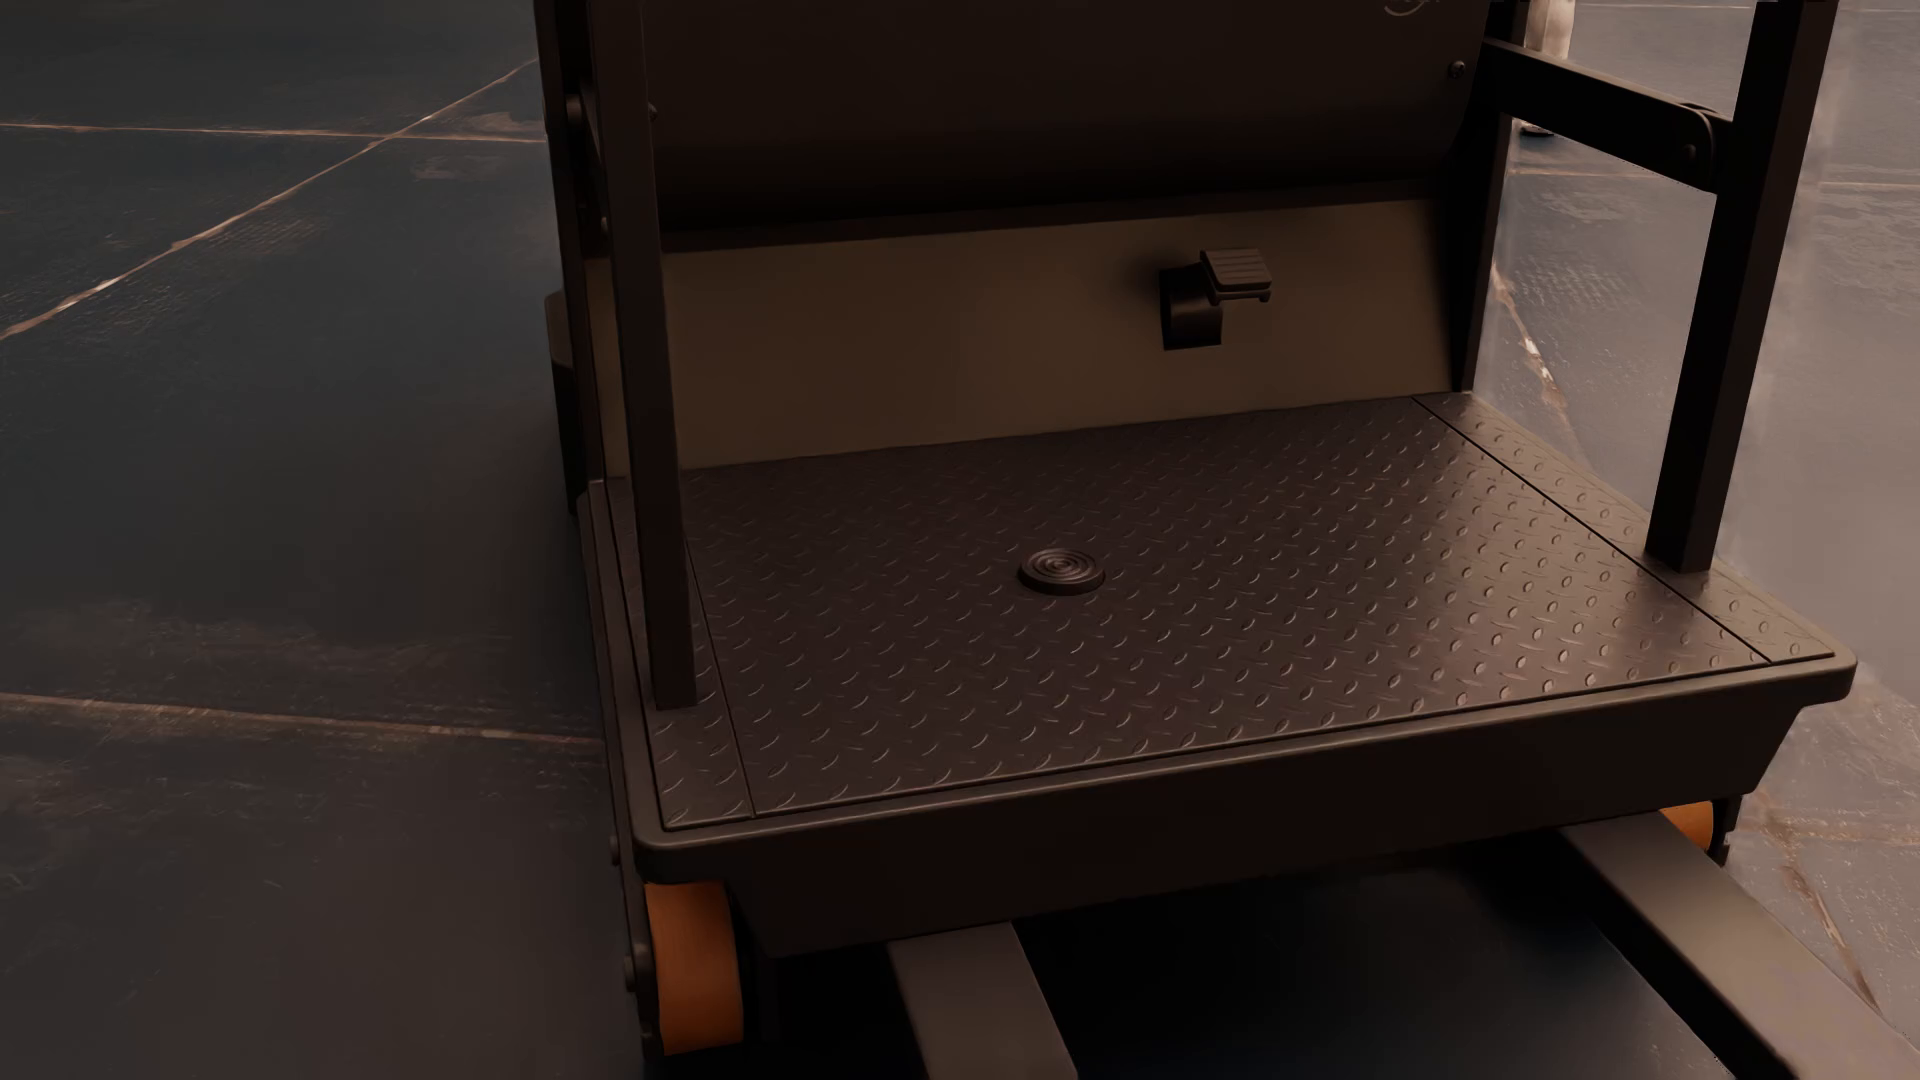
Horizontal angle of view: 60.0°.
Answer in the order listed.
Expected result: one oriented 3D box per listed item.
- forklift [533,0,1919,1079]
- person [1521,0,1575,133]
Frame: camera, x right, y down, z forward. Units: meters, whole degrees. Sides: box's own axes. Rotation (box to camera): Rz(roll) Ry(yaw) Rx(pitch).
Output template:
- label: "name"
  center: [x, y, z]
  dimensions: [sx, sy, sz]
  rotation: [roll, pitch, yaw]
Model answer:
- label: "forklift"
  center: [0.165, -1.027, 1.275]
  dimensions: [1.130, 2.935, 3.031]
  rotation: [-7, 27, -13]
- label: "person"
  center: [1.588, -2.000, 4.649]
  dimensions: [0.540, 1.662, 0.374]
  rotation: [13, 29, 25]
